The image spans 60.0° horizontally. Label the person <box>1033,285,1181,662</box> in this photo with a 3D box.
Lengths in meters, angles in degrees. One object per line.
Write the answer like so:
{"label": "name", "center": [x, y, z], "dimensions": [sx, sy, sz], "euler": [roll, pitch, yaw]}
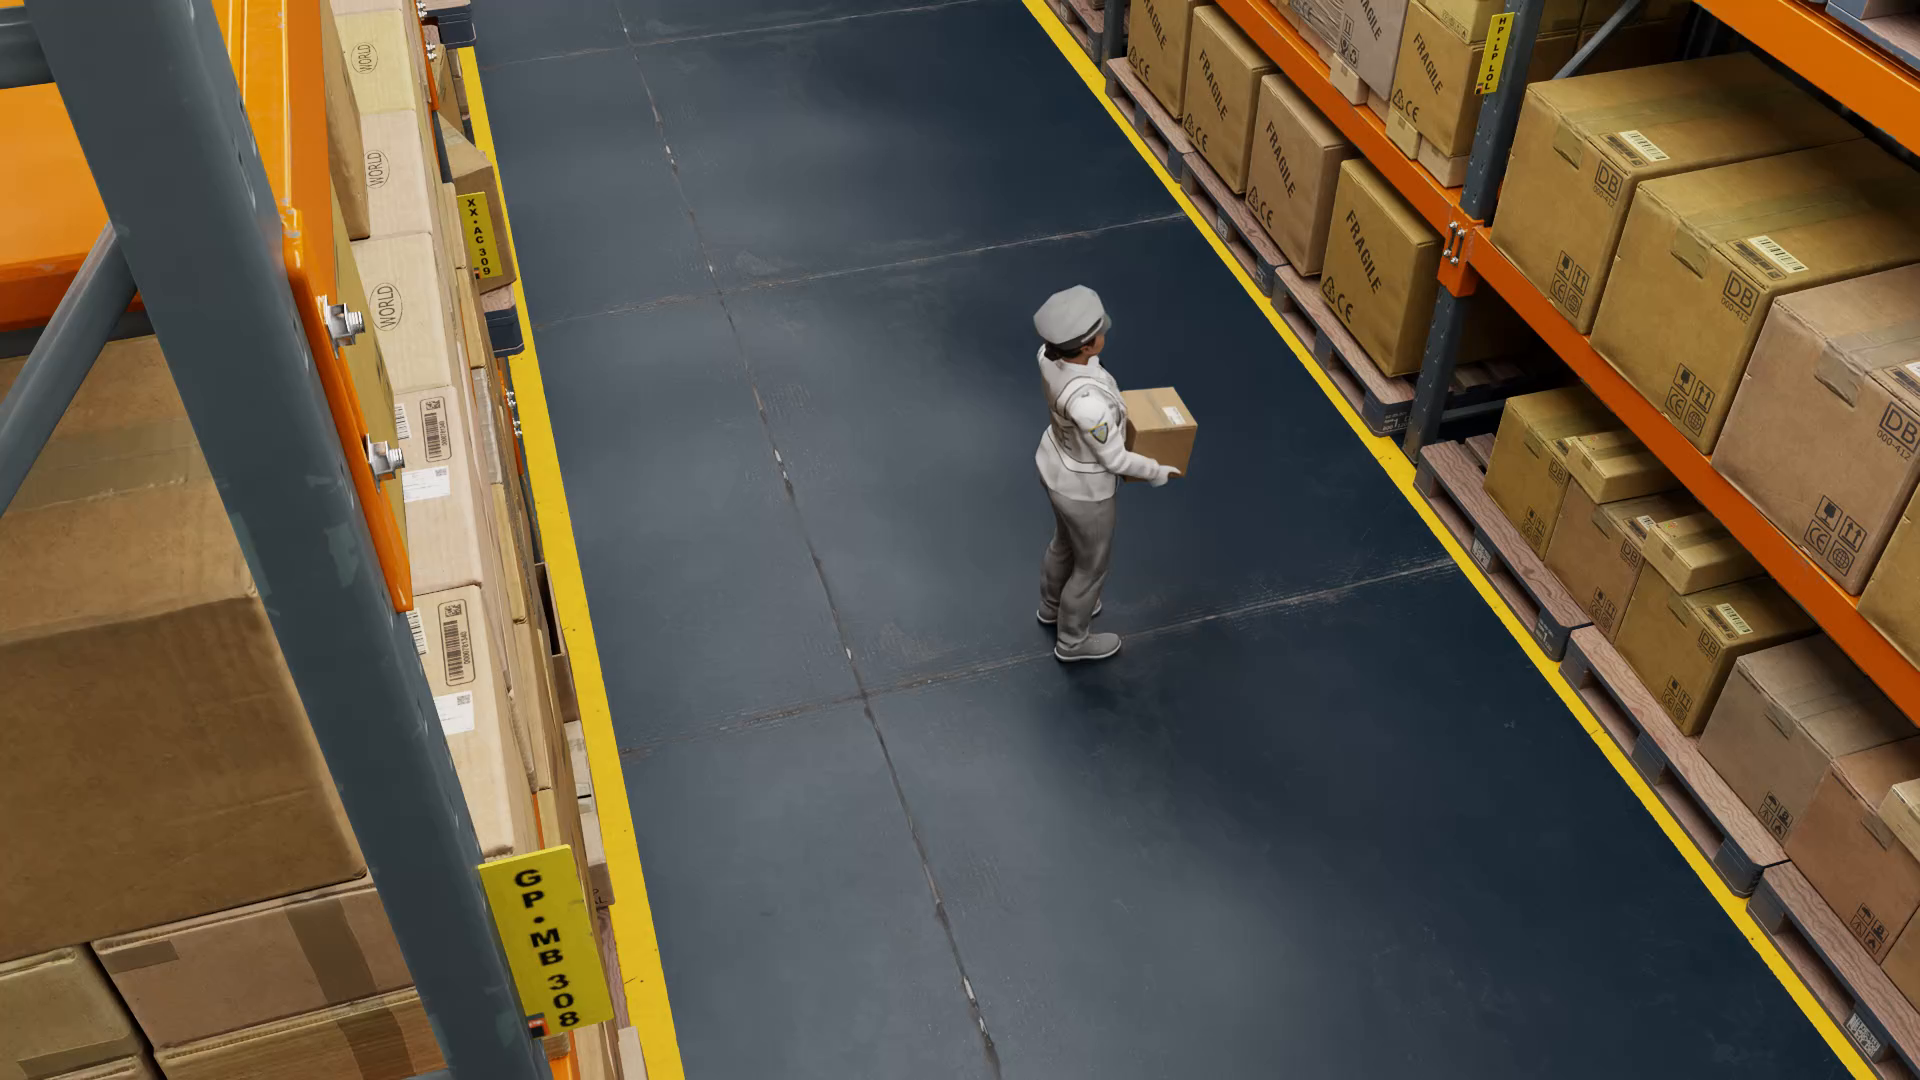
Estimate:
{"label": "person", "center": [0.539, -0.245, 6.413], "dimensions": [0.547, 1.689, 0.459], "euler": [-11, 44, -12]}
